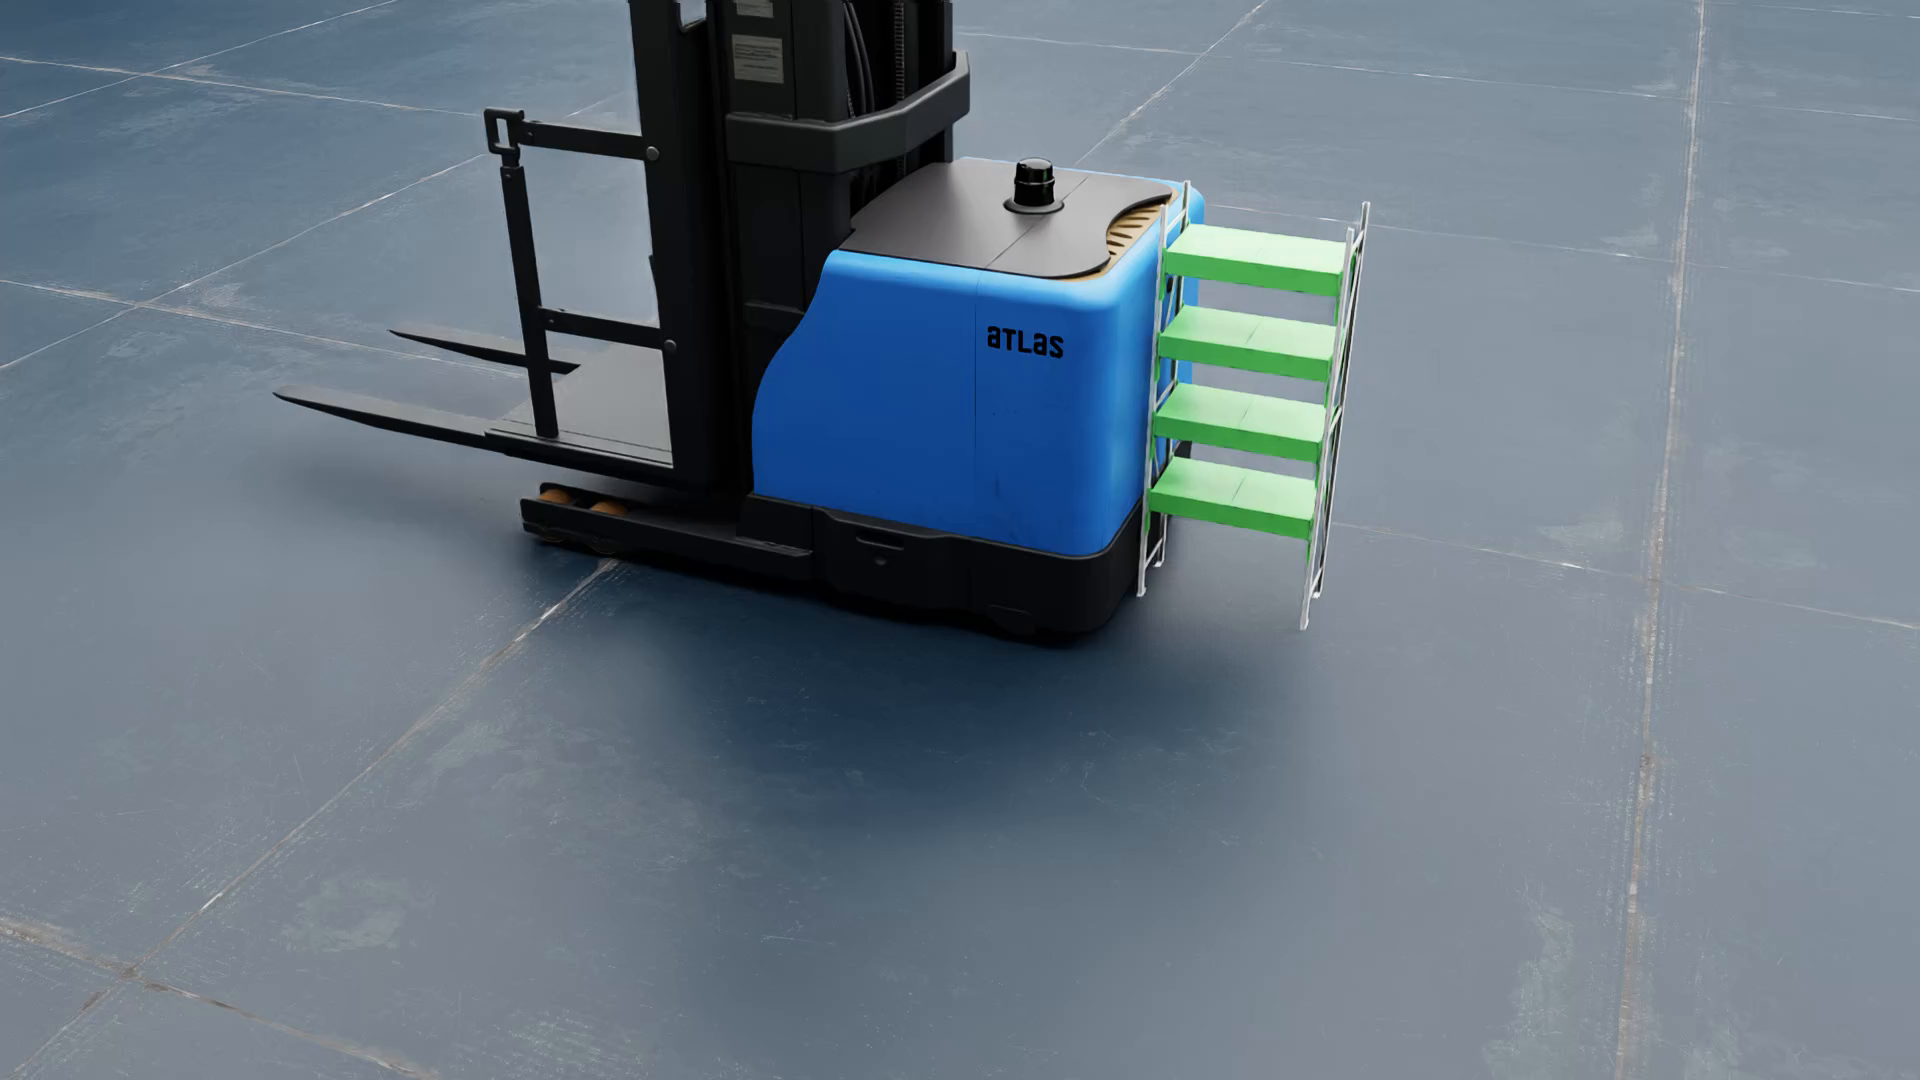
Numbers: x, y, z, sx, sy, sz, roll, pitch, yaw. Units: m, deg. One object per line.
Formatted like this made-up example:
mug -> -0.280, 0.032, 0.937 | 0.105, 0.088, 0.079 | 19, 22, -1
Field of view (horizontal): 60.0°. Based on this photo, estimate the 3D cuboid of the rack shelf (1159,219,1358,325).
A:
rack shelf -> 0.805, -0.724, 4.465 | 0.480, 0.148, 0.258 | 11, 31, 19

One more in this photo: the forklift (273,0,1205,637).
forklift -> -0.827, -1.458, 4.850 | 3.031, 2.935, 1.130 | 11, 31, 19

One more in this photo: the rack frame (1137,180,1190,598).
rack frame -> 0.579, -0.407, 4.750 | 0.015, 1.200, 0.240 | 11, 31, 19

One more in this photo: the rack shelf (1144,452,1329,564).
rack shelf -> 0.805, -0.097, 4.820 | 0.480, 0.148, 0.258 | 11, 31, 19

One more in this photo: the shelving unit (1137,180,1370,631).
shelving unit -> 0.805, -0.361, 4.670 | 0.503, 1.200, 0.258 | 11, 31, 19

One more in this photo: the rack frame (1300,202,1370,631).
rack frame -> 1.031, -0.316, 4.590 | 0.015, 1.200, 0.240 | 11, 31, 19

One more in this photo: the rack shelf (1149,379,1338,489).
rack shelf -> 0.805, -0.306, 4.701 | 0.480, 0.148, 0.258 | 11, 31, 19

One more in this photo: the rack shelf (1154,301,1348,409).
rack shelf -> 0.805, -0.515, 4.583 | 0.480, 0.148, 0.258 | 11, 31, 19
